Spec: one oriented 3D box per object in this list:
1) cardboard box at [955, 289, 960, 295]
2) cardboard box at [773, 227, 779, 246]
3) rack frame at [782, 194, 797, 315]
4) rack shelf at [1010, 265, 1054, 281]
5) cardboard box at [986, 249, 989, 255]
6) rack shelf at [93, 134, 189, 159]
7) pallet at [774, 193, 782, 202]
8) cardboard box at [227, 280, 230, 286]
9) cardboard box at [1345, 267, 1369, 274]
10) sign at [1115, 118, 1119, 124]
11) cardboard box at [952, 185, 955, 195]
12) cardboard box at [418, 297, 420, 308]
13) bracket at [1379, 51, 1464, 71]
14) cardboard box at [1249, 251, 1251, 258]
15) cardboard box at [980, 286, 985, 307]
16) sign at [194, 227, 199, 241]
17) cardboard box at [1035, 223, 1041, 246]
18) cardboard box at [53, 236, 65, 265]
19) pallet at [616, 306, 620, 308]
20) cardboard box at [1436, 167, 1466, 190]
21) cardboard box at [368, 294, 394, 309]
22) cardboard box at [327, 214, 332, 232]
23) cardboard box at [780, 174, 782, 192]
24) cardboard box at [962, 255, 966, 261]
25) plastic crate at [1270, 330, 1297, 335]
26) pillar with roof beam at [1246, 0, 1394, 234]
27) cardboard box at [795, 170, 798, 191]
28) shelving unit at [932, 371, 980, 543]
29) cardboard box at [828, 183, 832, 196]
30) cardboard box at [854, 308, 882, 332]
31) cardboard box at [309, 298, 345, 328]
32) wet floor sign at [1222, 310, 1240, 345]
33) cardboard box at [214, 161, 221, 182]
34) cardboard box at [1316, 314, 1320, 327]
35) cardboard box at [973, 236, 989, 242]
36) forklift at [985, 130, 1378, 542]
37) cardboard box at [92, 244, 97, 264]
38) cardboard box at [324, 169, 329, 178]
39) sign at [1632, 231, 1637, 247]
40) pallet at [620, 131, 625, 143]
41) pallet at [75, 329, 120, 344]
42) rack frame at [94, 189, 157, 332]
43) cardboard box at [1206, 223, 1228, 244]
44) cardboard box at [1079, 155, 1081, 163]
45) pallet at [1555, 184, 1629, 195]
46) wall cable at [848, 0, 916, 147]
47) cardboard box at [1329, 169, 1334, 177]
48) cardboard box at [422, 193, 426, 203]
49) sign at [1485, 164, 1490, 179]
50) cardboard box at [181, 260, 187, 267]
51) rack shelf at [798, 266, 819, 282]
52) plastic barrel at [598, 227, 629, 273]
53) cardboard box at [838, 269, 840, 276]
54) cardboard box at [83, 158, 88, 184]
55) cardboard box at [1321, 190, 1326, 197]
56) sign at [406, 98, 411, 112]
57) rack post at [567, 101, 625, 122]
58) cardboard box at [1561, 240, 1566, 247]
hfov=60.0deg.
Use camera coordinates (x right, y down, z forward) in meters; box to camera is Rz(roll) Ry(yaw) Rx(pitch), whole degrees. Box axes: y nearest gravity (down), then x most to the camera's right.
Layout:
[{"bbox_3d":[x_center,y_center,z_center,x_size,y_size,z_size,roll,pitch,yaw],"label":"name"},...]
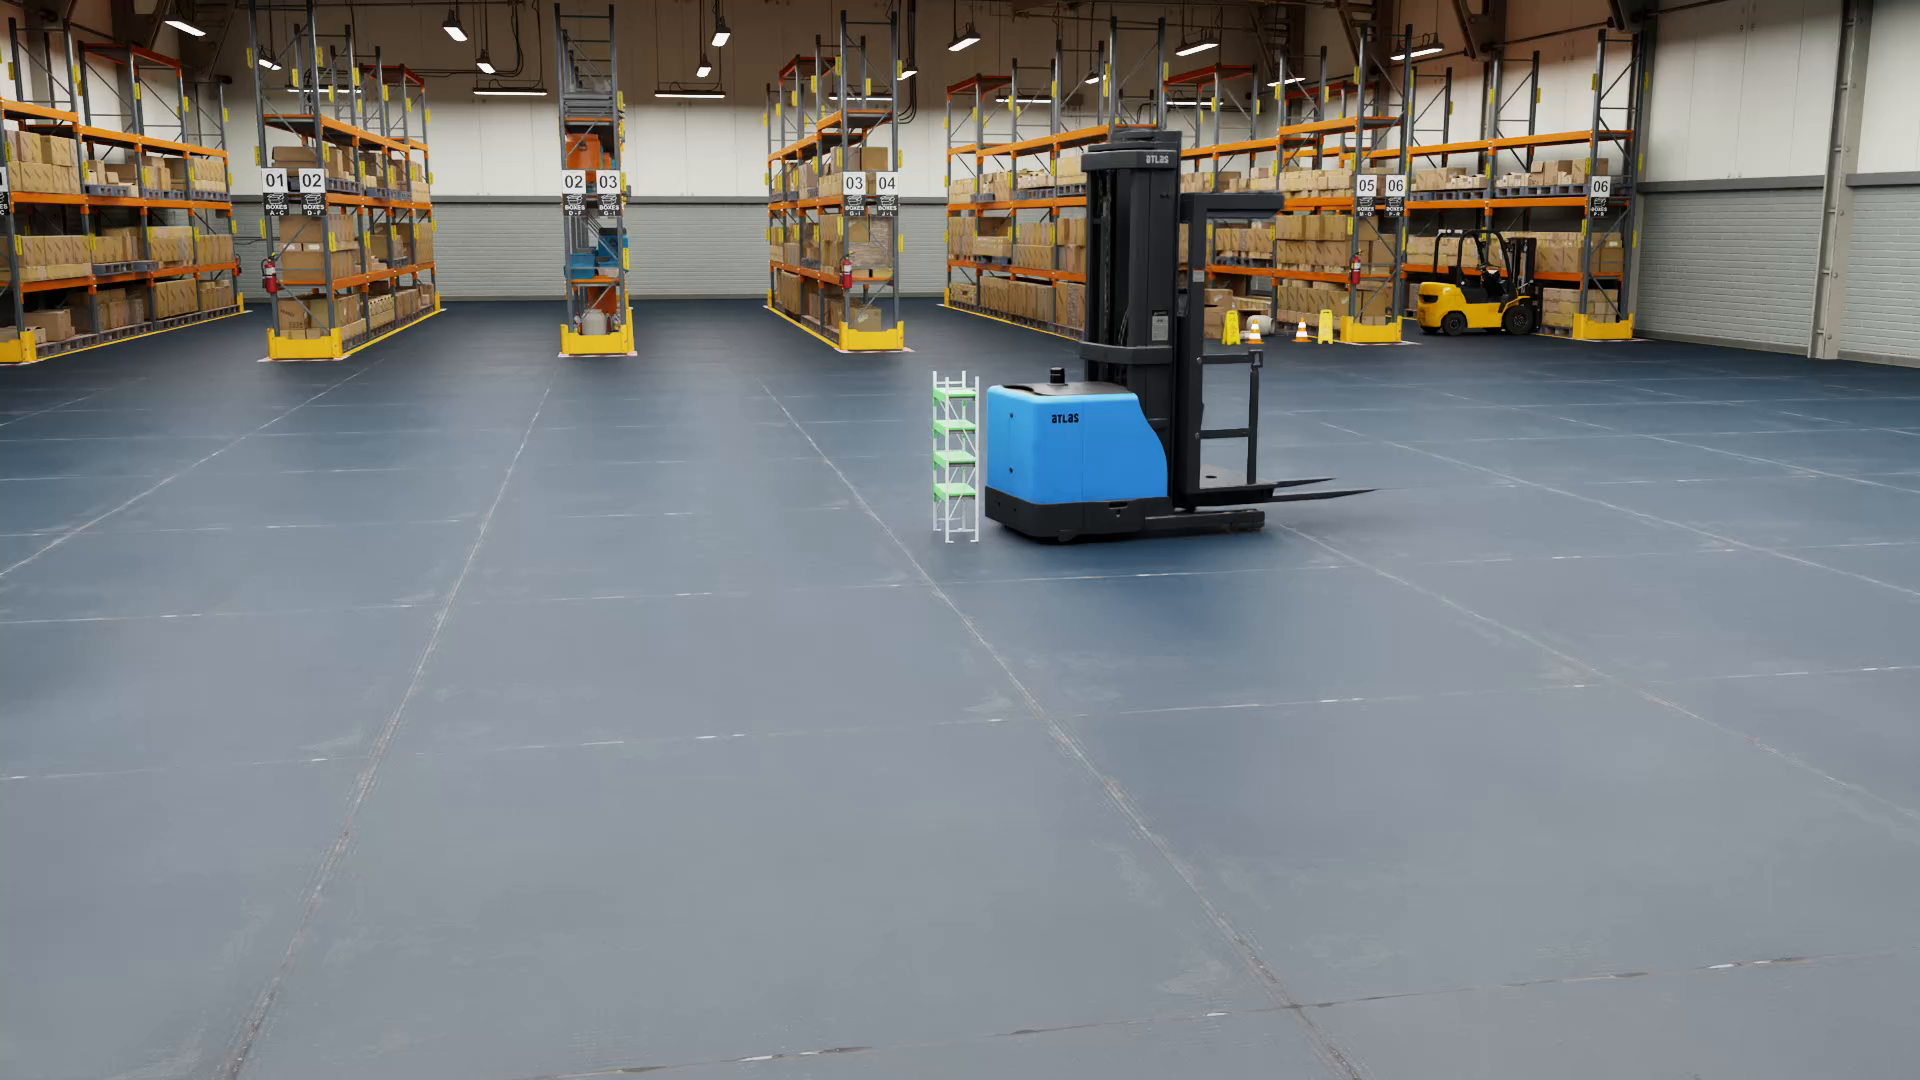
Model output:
[{"bbox_3d":[0.071,-6.804,45.630,0.380,0.149,0.250,-2,11,-9],"label":"cardboard box"},{"bbox_3d":[-4.707,-8.097,44.317,0.500,0.500,0.500,-2,11,-13],"label":"cardboard box"},{"bbox_3d":[-3.961,-7.207,42.041,1.000,3.000,0.127,-2,11,-11],"label":"rack frame"},{"bbox_3d":[2.091,-5.915,37.177,1.077,0.370,4.000,-2,11,-11],"label":"rack shelf"},{"bbox_3d":[0.854,-7.077,40.907,0.380,0.149,0.250,-3,11,-14],"label":"cardboard box"},{"bbox_3d":[-18.149,-8.697,36.818,1.077,0.370,4.000,-2,11,-11],"label":"rack shelf"},{"bbox_3d":[-4.344,-9.011,43.732,1.003,0.211,1.213,-2,11,-11],"label":"pallet"},{"bbox_3d":[-18.878,-6.556,42.446,0.380,0.149,0.250,-2,11,-12],"label":"cardboard box"},{"bbox_3d":[7.811,-5.304,32.714,0.380,0.149,0.250,-2,11,-9],"label":"cardboard box"},{"bbox_3d":[4.436,-11.766,47.026,0.100,0.325,0.005,-2,11,-11],"label":"sign"},{"bbox_3d":[0.079,-9.563,45.457,0.500,0.250,0.500,-2,11,-12],"label":"cardboard box"},{"bbox_3d":[-13.549,-5.828,40.808,0.500,0.311,0.500,-2,11,-11],"label":"cardboard box"},{"bbox_3d":[11.613,-12.060,41.865,0.076,0.066,4.783,-2,11,-11],"label":"bracket"},{"bbox_3d":[6.760,-6.455,37.639,0.380,0.149,0.250,-2,11,-11],"label":"cardboard box"},{"bbox_3d":[0.807,-6.202,42.323,0.500,0.500,0.500,-2,11,-9],"label":"cardboard box"},{"bbox_3d":[-18.007,-7.218,39.214,0.100,0.325,0.005,-2,11,-11],"label":"sign"},{"bbox_3d":[2.080,-6.813,37.026,0.700,0.500,0.500,-2,11,-12],"label":"cardboard box"},{"bbox_3d":[-16.294,-5.149,29.570,0.500,0.500,0.500,-2,11,-9],"label":"cardboard box"},{"bbox_3d":[-9.001,-5.791,42.056,1.003,0.211,1.213,-2,11,-11],"label":"pallet"},{"bbox_3d":[11.505,-8.465,38.968,0.500,0.500,0.500,-2,11,-10],"label":"cardboard box"},{"bbox_3d":[-12.558,-5.158,36.005,0.500,0.311,0.500,-2,11,-10],"label":"cardboard box"},{"bbox_3d":[-11.541,-5.525,29.467,0.700,0.500,0.500,-2,11,-12],"label":"cardboard box"},{"bbox_3d":[-4.273,-9.226,42.964,0.700,0.500,0.500,-2,11,-8],"label":"cardboard box"},{"bbox_3d":[0.264,-7.574,44.638,0.380,0.149,0.250,-2,11,-10],"label":"cardboard box"},{"bbox_3d":[6.816,-4.348,34.829,0.402,0.080,0.583,-6,13,-31],"label":"plastic crate"},{"bbox_3d":[7.154,-10.700,44.346,9.100,9.000,0.548,-2,11,-11],"label":"pillar with roof beam"},{"bbox_3d":[-3.627,-8.467,39.246,0.500,0.500,0.500,-2,11,-8],"label":"cardboard box"},{"bbox_3d":[-0.032,-0.620,12.244,0.258,1.200,0.503,-2,11,-11],"label":"shelving unit"},{"bbox_3d":[-2.265,-6.763,32.087,0.500,0.250,0.500,-2,11,-12],"label":"cardboard box"},{"bbox_3d":[-1.732,-4.100,31.277,0.500,0.500,0.500,0,11,0],"label":"cardboard box"},{"bbox_3d":[-11.330,-4.069,29.777,0.500,0.500,0.500,-2,11,-11],"label":"cardboard box"},{"bbox_3d":[5.205,-4.078,31.898,0.267,0.644,0.232,-4,12,-21],"label":"wet floor sign"},{"bbox_3d":[-18.819,-9.208,41.534,0.500,0.500,0.500,-2,11,-9],"label":"cardboard box"},{"bbox_3d":[7.579,-4.456,33.817,0.500,0.250,0.500,-2,11,-11],"label":"cardboard box"},{"bbox_3d":[0.549,-7.655,42.352,0.380,0.149,0.250,-2,11,-8],"label":"cardboard box"},{"bbox_3d":[1.761,-1.576,12.637,3.031,2.935,1.130,-4,12,-21],"label":"forklift"},{"bbox_3d":[-17.047,-5.560,31.939,0.700,0.500,0.500,-2,11,-11],"label":"cardboard box"},{"bbox_3d":[-11.401,-6.494,29.447,0.380,0.149,0.250,-2,11,-11],"label":"cardboard box"},{"bbox_3d":[13.507,-6.031,33.335,0.100,0.325,0.005,-2,11,-11],"label":"sign"},{"bbox_3d":[-8.152,-9.085,37.435,1.213,0.211,1.003,-2,11,-11],"label":"pallet"},{"bbox_3d":[-17.134,-3.973,32.504,1.003,0.211,1.213,-2,11,-11],"label":"pallet"},{"bbox_3d":[-17.760,-5.933,35.347,1.000,3.000,0.127,-2,11,-11],"label":"rack frame"},{"bbox_3d":[6.180,-7.460,40.425,0.500,0.500,0.500,-2,11,-13],"label":"cardboard box"},{"bbox_3d":[2.563,-7.495,32.677,0.380,0.149,0.250,-2,11,-11],"label":"cardboard box"},{"bbox_3d":[12.849,-7.109,33.737,1.003,0.211,1.213,-2,11,-11],"label":"pallet"},{"bbox_3d":[-2.458,-13.631,51.141,2.277,5.999,0.120,-2,11,-11],"label":"wall cable"},{"bbox_3d":[7.619,-7.348,33.299,0.380,0.149,0.250,-2,11,-11],"label":"cardboard box"},{"bbox_3d":[-13.902,-8.713,42.332,0.500,0.250,0.500,-2,11,-11],"label":"cardboard box"},{"bbox_3d":[11.653,-8.142,36.706,0.100,0.325,0.005,-2,11,-11],"label":"sign"},{"bbox_3d":[-18.007,-6.361,38.211,0.380,0.149,0.250,-2,11,-11],"label":"cardboard box"},{"bbox_3d":[-2.794,-5.753,36.327,1.077,0.370,4.000,-2,11,-11],"label":"rack shelf"},{"bbox_3d":[-7.042,-5.888,33.769,0.600,0.901,0.708,-2,11,-11],"label":"plastic barrel"},{"bbox_3d":[-2.144,-5.156,31.938,0.380,0.149,0.250,-2,11,-11],"label":"cardboard box"},{"bbox_3d":[-17.009,-7.032,31.706,0.500,0.500,0.500,-1,11,-3],"label":"cardboard box"},{"bbox_3d":[7.528,-7.008,33.644,0.380,0.149,0.250,-2,11,-13],"label":"cardboard box"},{"bbox_3d":[-13.136,-10.353,39.600,0.100,0.325,0.005,-2,11,-11],"label":"sign"},{"bbox_3d":[-6.508,-7.671,29.770,0.937,0.300,0.954,-1,11,-5],"label":"rack post"},{"bbox_3d":[12.550,-6.065,34.036,0.380,0.149,0.250,-2,11,-10],"label":"cardboard box"}]
